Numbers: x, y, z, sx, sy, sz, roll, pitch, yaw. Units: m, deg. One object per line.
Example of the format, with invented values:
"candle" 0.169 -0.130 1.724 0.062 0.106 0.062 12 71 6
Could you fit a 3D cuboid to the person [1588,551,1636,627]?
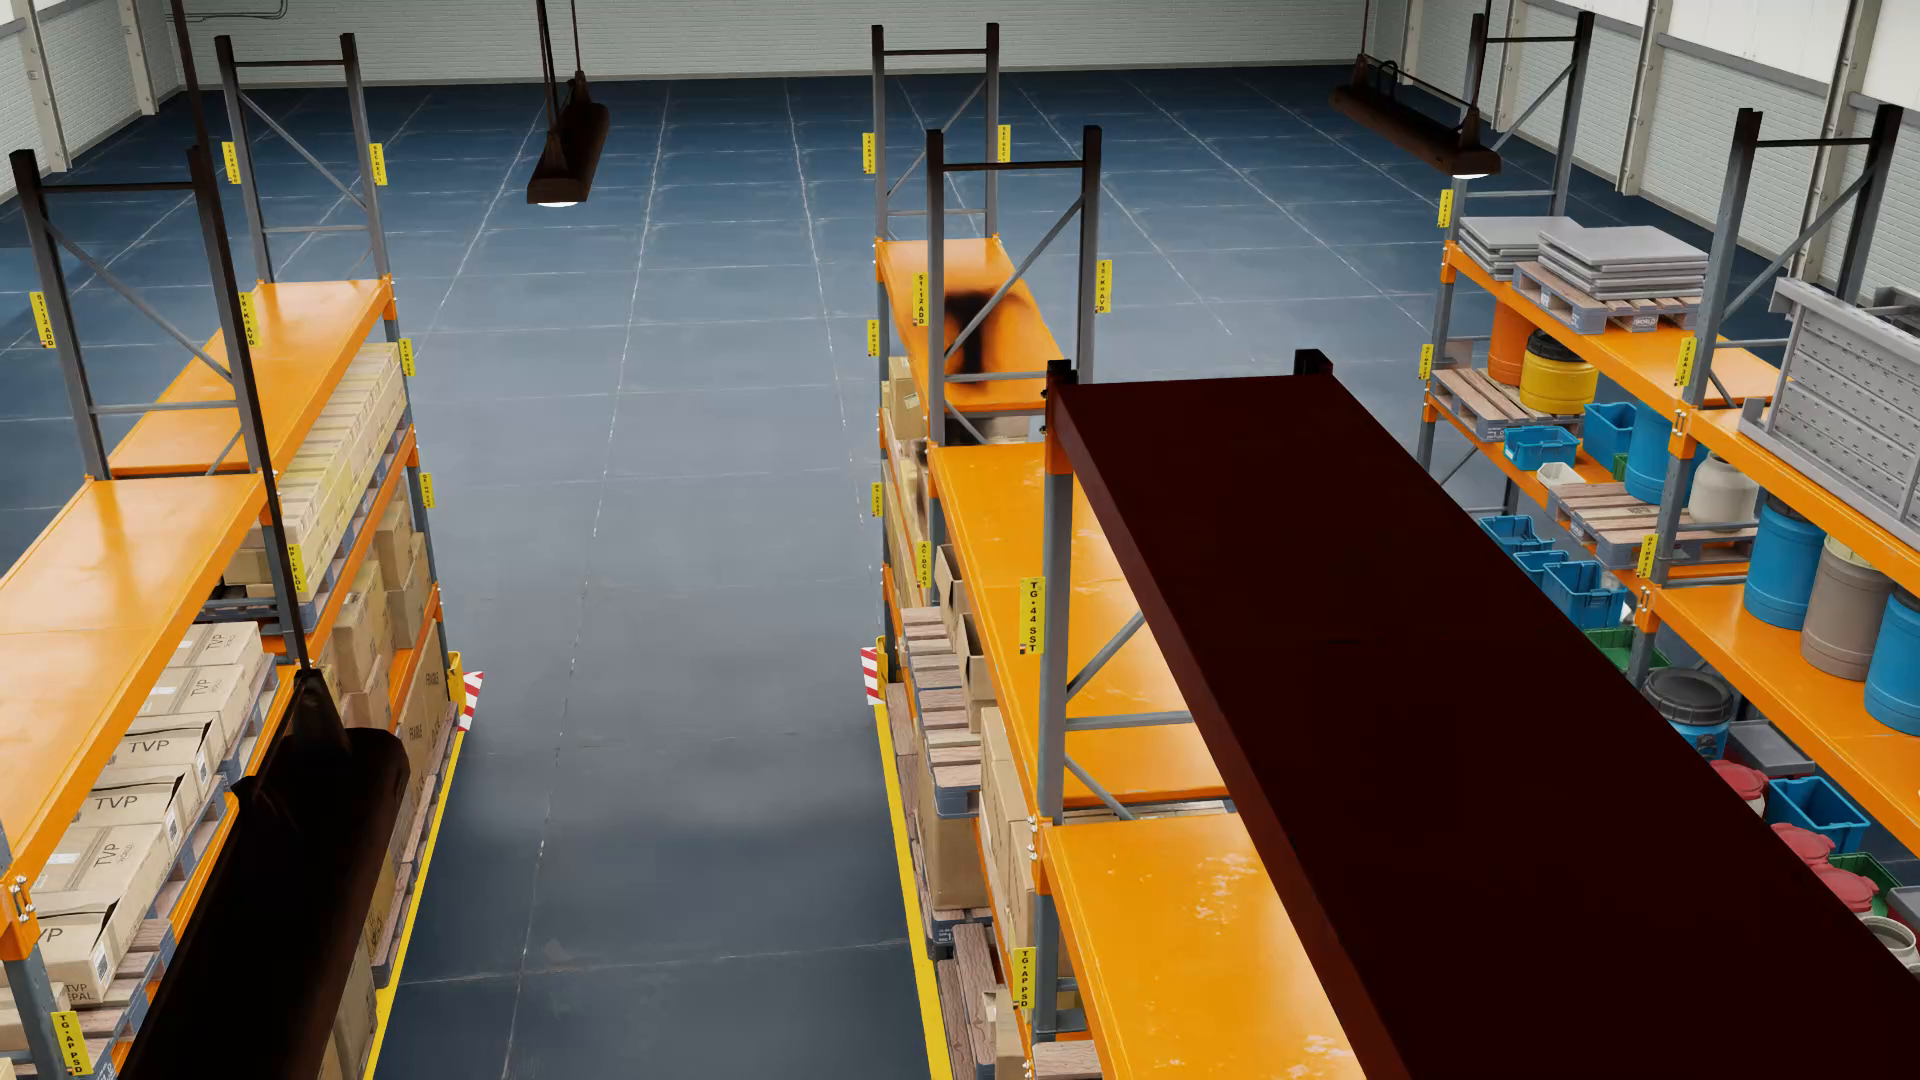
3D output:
"person" 6.368 0.249 15.935 0.659 1.802 0.822 -14 29 -27
